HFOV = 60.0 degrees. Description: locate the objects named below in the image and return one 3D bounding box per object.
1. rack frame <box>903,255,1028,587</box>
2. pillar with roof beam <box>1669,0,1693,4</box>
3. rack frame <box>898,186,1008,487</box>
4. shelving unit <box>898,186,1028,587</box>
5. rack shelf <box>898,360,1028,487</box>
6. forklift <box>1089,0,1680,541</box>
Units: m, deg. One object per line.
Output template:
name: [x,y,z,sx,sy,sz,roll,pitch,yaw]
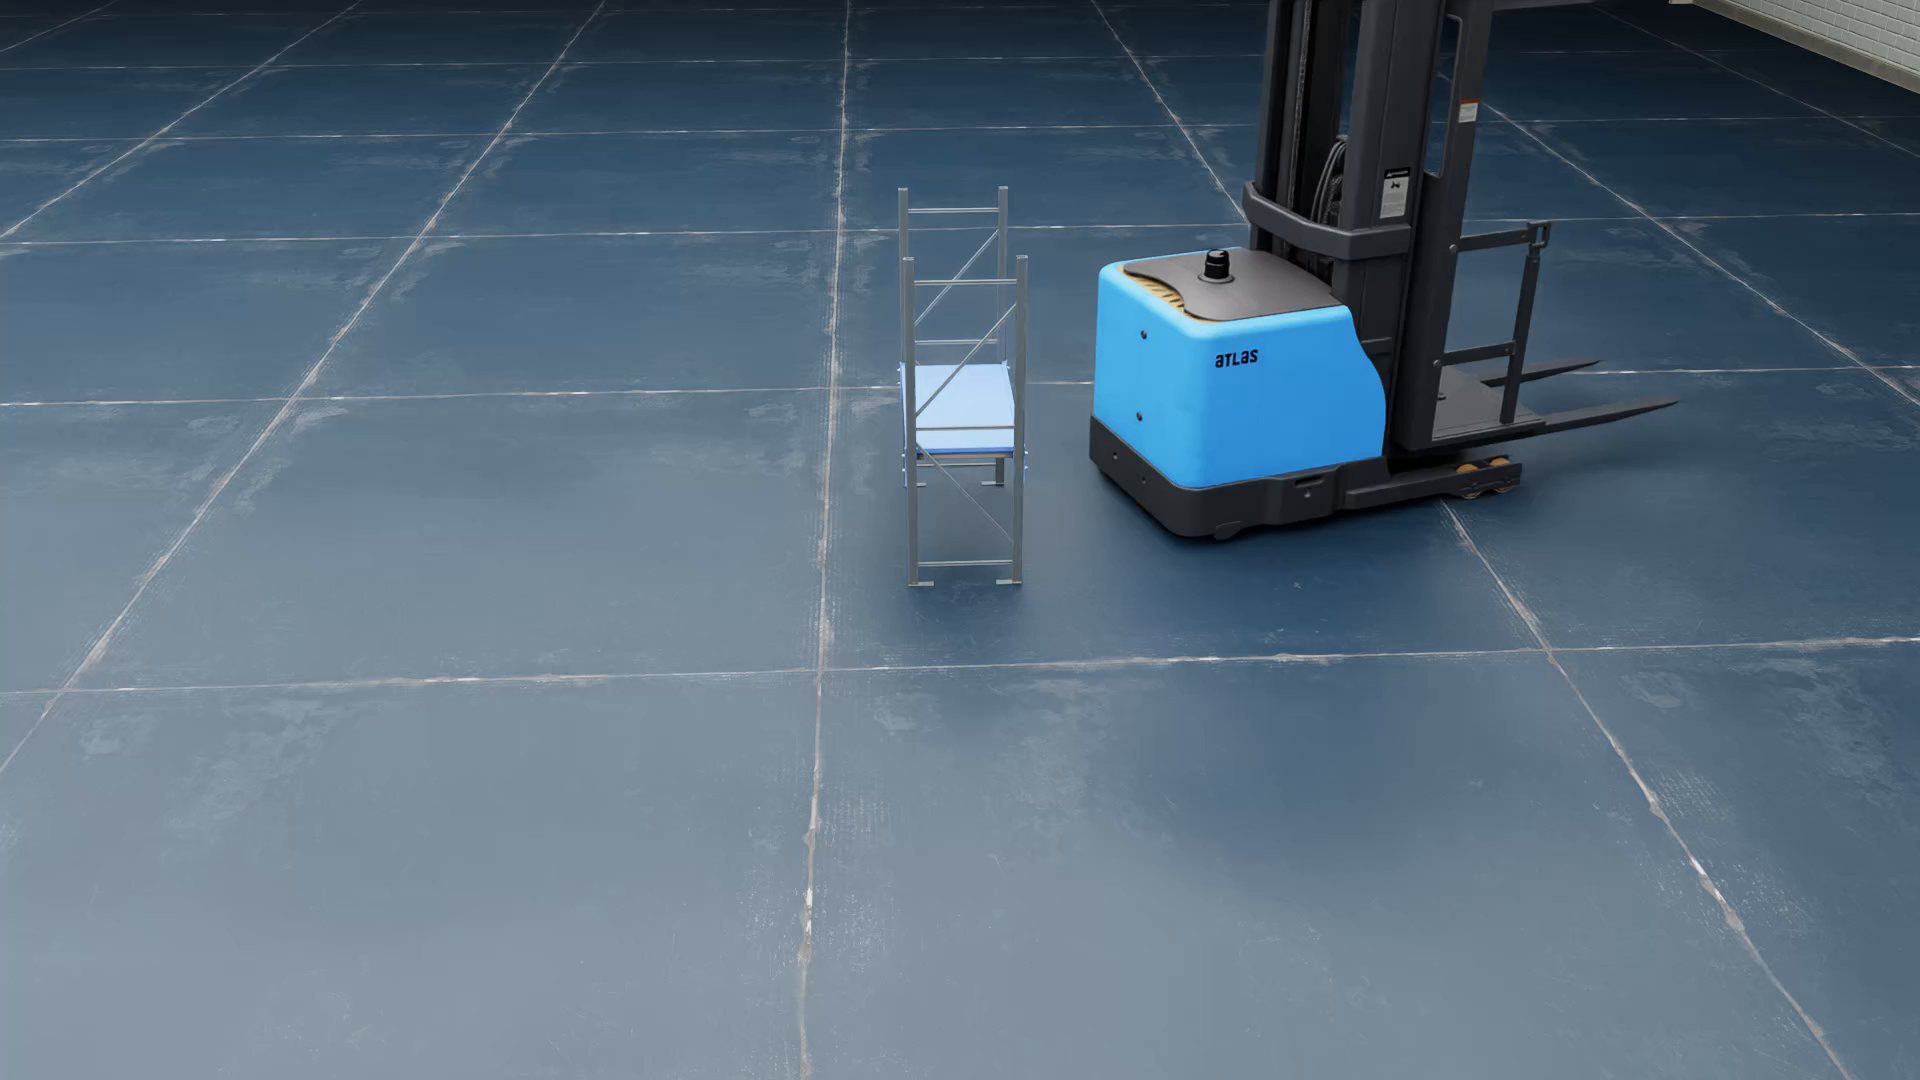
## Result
rack frame: [0.022,-0.470,7.029,0.500,1.500,0.032,-1,28,-3]
pillar with roof beam: [4.520,-10.532,18.211,9.100,9.000,0.400,-1,28,-3]
rack frame: [-0.031,-0.939,7.929,0.500,1.500,0.032,-1,28,-3]
shelving unit: [-0.004,-0.704,7.479,0.538,1.500,1.048,-1,28,-3]
rack shelf: [-0.004,-0.545,7.562,0.538,0.185,1.000,-1,28,-3]
forklift: [2.221,-1.717,7.872,3.031,2.935,1.130,-10,29,-19]
